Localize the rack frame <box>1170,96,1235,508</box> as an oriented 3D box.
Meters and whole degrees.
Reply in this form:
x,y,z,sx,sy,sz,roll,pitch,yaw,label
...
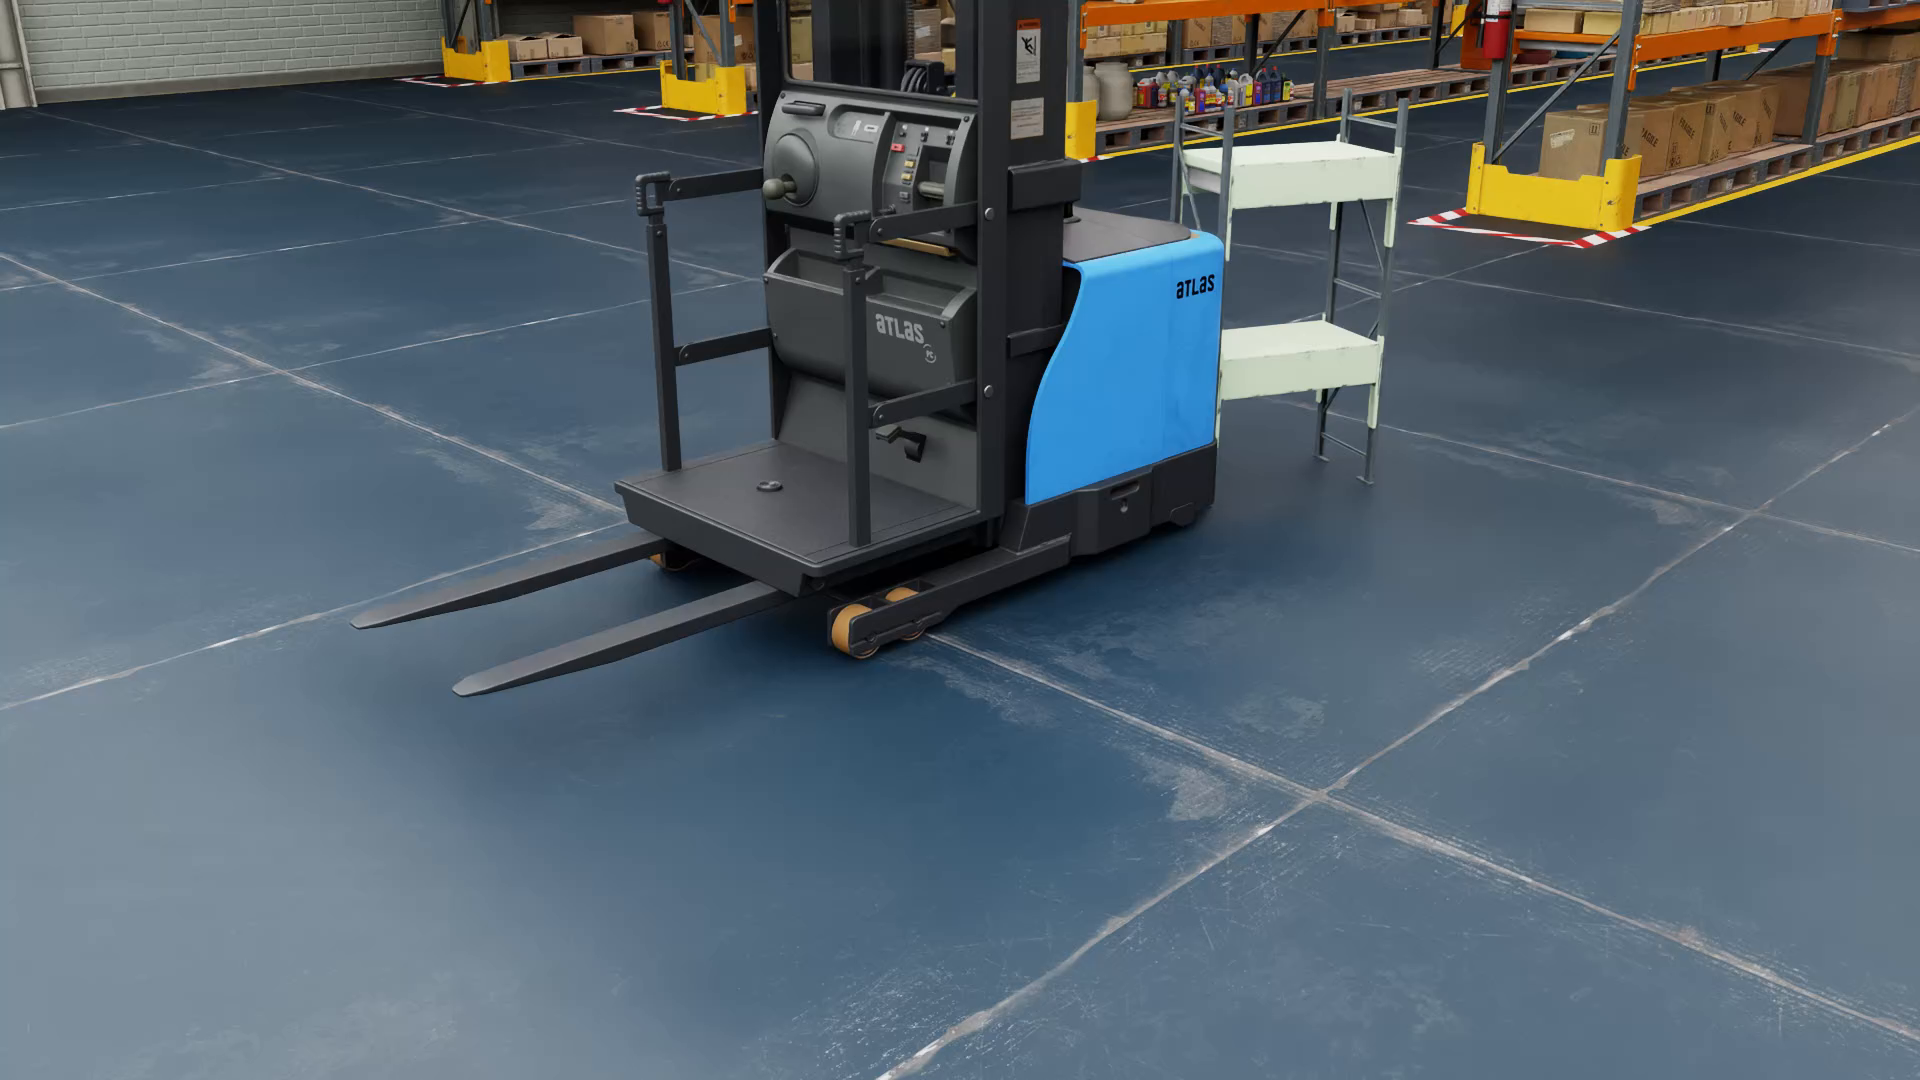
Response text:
x,y,z,sx,sy,sz,roll,pitch,yaw,label
0.888,-0.892,6.304,0.023,1.500,0.400,-8,22,-20,rack frame

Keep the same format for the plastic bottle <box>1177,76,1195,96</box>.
x,y,z,sx,sy,sz,roll,pitch,yaw,label
2.327,-4.645,17.161,0.152,0.276,0.135,19,28,41,plastic bottle

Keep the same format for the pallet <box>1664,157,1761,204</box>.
x,y,z,sx,sy,sz,roll,pitch,yaw,label
5.747,-2.965,13.494,1.003,0.211,1.213,19,28,41,pallet

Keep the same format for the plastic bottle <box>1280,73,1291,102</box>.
x,y,z,sx,sy,sz,roll,pitch,yaw,label
3.393,-4.734,17.383,0.133,0.283,0.061,-18,28,-39,plastic bottle

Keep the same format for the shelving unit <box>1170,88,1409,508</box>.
x,y,z,sx,sy,sz,roll,pitch,yaw,label
1.229,-0.940,6.428,0.755,1.500,0.431,-8,22,-20,shelving unit

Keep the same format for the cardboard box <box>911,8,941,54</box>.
x,y,z,sx,sy,sz,roll,pitch,yaw,label
-0.578,-6.206,20.243,0.500,0.500,0.500,19,28,41,cardboard box

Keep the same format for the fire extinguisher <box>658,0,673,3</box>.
x,y,z,sx,sy,sz,roll,pitch,yaw,label
-3.260,-6.265,18.301,0.296,0.674,0.183,19,28,41,fire extinguisher

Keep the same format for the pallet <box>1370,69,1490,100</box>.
x,y,z,sx,sy,sz,roll,pitch,yaw,label
5.715,-5.540,20.193,1.003,0.211,1.213,19,28,41,pallet

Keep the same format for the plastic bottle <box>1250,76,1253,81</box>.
x,y,z,sx,sy,sz,roll,pitch,yaw,label
2.992,-4.680,17.253,0.152,0.276,0.135,19,28,41,plastic bottle

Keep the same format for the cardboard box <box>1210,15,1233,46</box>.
x,y,z,sx,sy,sz,roll,pitch,yaw,label
3.620,-7.492,24.255,0.500,0.500,0.500,18,27,39,cardboard box

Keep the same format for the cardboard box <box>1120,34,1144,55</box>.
x,y,z,sx,sy,sz,roll,pitch,yaw,label
2.187,-6.854,22.974,0.500,0.250,0.500,19,28,40,cardboard box

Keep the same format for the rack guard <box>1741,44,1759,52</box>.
x,y,z,sx,sy,sz,roll,pitch,yaw,label
11.871,-7.930,26.009,1.175,0.500,0.348,19,28,41,rack guard

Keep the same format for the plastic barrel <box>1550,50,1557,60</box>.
x,y,z,sx,sy,sz,roll,pitch,yaw,label
7.730,-6.653,22.086,0.421,0.512,0.421,0,21,0,plastic barrel

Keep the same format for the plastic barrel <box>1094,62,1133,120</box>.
x,y,z,sx,sy,sz,roll,pitch,yaw,label
1.456,-4.326,16.032,0.421,0.512,0.421,0,21,0,plastic barrel

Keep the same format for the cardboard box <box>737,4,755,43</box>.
x,y,z,sx,sy,sz,roll,pitch,yaw,label
-3.104,-7.714,24.834,0.500,0.500,0.700,-19,28,-40,cardboard box

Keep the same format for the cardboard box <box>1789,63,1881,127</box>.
x,y,z,sx,sy,sz,roll,pitch,yaw,label
8.221,-4.216,15.733,0.700,0.500,0.500,16,26,36,cardboard box

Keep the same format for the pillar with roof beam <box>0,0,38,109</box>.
x,y,z,sx,sy,sz,roll,pitch,yaw,label
-7.629,-8.031,14.426,9.100,9.000,0.400,19,28,41,pillar with roof beam

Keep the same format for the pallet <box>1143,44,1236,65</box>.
x,y,z,sx,sy,sz,roll,pitch,yaw,label
3.284,-7.152,24.389,1.003,0.211,1.213,19,28,41,pallet

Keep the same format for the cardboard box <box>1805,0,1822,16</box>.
x,y,z,sx,sy,sz,roll,pitch,yaw,label
6.921,-4.455,13.834,0.380,0.149,0.250,19,28,41,cardboard box

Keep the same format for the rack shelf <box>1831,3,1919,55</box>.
x,y,z,sx,sy,sz,roll,pitch,yaw,label
8.436,-4.941,15.752,1.077,0.370,4.000,19,28,41,rack shelf

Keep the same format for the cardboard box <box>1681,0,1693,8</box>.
x,y,z,sx,sy,sz,roll,pitch,yaw,label
4.917,-4.213,12.302,0.875,0.500,0.500,19,28,41,cardboard box

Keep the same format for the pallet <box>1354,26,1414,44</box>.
x,y,z,sx,sy,sz,roll,pitch,yaw,label
6.858,-8.489,27.868,1.003,0.211,1.213,19,28,41,pallet

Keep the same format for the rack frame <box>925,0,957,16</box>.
x,y,z,sx,sy,sz,roll,pitch,yaw,label
-0.054,-7.243,20.739,1.000,3.000,0.127,19,28,41,rack frame

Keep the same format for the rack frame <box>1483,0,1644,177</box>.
x,y,z,sx,sy,sz,roll,pitch,yaw,label
4.251,-3.735,11.610,1.000,3.000,0.127,19,28,41,rack frame

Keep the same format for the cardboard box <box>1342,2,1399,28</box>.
x,y,z,sx,sy,sz,roll,pitch,yaw,label
6.834,-8.824,27.718,0.797,0.503,0.637,19,28,41,cardboard box

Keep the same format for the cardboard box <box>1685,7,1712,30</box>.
x,y,z,sx,sy,sz,roll,pitch,yaw,label
5.333,-3.883,12.346,0.380,0.149,0.250,19,28,41,cardboard box

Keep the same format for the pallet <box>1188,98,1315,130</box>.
x,y,z,sx,sy,sz,roll,pitch,yaw,label
2.994,-4.539,17.589,1.003,0.211,1.213,19,28,41,pallet

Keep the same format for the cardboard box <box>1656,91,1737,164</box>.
x,y,z,sx,sy,sz,roll,pitch,yaw,label
5.963,-3.371,13.563,0.500,0.500,0.500,16,26,36,cardboard box

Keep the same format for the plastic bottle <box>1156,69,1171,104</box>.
x,y,z,sx,sy,sz,roll,pitch,yaw,label
2.074,-4.662,17.102,0.185,0.351,0.144,-19,28,-40,plastic bottle

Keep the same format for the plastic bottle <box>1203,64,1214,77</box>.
x,y,z,sx,sy,sz,roll,pitch,yaw,label
2.632,-4.868,17.637,0.185,0.351,0.144,-19,28,-41,plastic bottle

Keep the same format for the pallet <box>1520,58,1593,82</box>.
x,y,z,sx,sy,sz,roll,pitch,yaw,label
7.654,-6.254,22.053,1.003,0.211,1.213,19,28,41,pallet

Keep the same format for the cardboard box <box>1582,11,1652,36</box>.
x,y,z,sx,sy,sz,roll,pitch,yaw,label
4.620,-3.631,11.691,0.380,0.149,0.250,19,28,41,cardboard box

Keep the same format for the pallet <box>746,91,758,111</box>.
x,y,z,sx,sy,sz,roll,pitch,yaw,label
-2.341,-5.121,19.102,1.003,0.211,1.213,19,28,41,pallet

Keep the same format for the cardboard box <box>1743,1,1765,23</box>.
x,y,z,sx,sy,sz,roll,pitch,yaw,label
6.045,-4.135,13.002,0.380,0.149,0.250,19,28,41,cardboard box

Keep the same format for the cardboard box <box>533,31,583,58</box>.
x,y,z,sx,sy,sz,roll,pitch,yaw,label
-5.451,-6.706,22.476,0.500,0.311,0.500,-17,27,-38,cardboard box

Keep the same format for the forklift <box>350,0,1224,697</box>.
x,y,z,sx,sy,sz,roll,pitch,yaw,label
-0.454,-1.212,5.142,3.031,2.935,1.130,-19,28,-40,forklift

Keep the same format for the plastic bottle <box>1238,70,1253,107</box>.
x,y,z,sx,sy,sz,roll,pitch,yaw,label
2.891,-4.601,16.944,0.144,0.351,0.185,19,28,40,plastic bottle

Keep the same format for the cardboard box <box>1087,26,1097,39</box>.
x,y,z,sx,sy,sz,roll,pitch,yaw,label
1.484,-6.857,22.199,0.500,0.311,0.500,-19,28,-41,cardboard box

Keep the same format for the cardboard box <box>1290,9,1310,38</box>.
x,y,z,sx,sy,sz,roll,pitch,yaw,label
5.037,-8.015,25.617,0.500,0.500,0.500,19,28,41,cardboard box

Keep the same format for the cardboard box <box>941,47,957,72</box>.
x,y,z,sx,sy,sz,roll,pitch,yaw,label
-0.221,-5.982,20.704,0.500,0.250,0.500,19,28,41,cardboard box

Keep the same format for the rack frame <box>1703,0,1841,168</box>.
x,y,z,sx,sy,sz,roll,pitch,yaw,label
7.041,-4.763,14.286,1.000,3.000,0.127,19,28,41,rack frame

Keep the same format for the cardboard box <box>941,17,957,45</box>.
x,y,z,sx,sy,sz,roll,pitch,yaw,label
0.023,-6.593,21.514,0.500,0.311,0.500,19,28,41,cardboard box

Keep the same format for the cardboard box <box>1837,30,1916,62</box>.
x,y,z,sx,sy,sz,roll,pitch,yaw,label
9.023,-4.861,16.367,0.500,0.250,0.500,-16,26,-36,cardboard box

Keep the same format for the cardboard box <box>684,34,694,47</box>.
x,y,z,sx,sy,sz,roll,pitch,yaw,label
-3.957,-7.220,24.014,0.380,0.166,0.250,15,26,34,cardboard box

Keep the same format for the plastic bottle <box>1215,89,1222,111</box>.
x,y,z,sx,sy,sz,roll,pitch,yaw,label
2.568,-4.401,16.631,0.097,0.201,0.097,0,21,0,plastic bottle

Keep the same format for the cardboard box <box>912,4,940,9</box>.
x,y,z,sx,sy,sz,roll,pitch,yaw,label
-0.602,-6.465,20.916,0.500,0.500,0.500,19,28,41,cardboard box

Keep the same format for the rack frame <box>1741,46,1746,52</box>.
x,y,z,sx,sy,sz,roll,pitch,yaw,label
11.864,-9.087,25.536,1.000,3.000,0.127,19,28,41,rack frame

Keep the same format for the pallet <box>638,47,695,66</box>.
x,y,z,sx,sy,sz,roll,pitch,yaw,label
-4.049,-6.999,23.990,1.003,0.211,1.213,19,28,41,pallet

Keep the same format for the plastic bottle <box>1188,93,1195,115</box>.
x,y,z,sx,sy,sz,roll,pitch,yaw,label
2.262,-4.288,16.338,0.097,0.201,0.097,0,21,0,plastic bottle

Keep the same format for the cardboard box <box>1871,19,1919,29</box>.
x,y,z,sx,sy,sz,roll,pitch,yaw,label
10.328,-5.168,17.714,1.225,0.875,0.875,18,27,38,cardboard box

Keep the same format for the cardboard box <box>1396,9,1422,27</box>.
x,y,z,sx,sy,sz,roll,pitch,yaw,label
7.430,-8.812,28.039,0.500,0.250,0.500,19,28,41,cardboard box

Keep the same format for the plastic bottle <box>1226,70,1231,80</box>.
x,y,z,sx,sy,sz,roll,pitch,yaw,label
2.827,-4.851,17.688,0.061,0.283,0.133,19,28,41,plastic bottle
